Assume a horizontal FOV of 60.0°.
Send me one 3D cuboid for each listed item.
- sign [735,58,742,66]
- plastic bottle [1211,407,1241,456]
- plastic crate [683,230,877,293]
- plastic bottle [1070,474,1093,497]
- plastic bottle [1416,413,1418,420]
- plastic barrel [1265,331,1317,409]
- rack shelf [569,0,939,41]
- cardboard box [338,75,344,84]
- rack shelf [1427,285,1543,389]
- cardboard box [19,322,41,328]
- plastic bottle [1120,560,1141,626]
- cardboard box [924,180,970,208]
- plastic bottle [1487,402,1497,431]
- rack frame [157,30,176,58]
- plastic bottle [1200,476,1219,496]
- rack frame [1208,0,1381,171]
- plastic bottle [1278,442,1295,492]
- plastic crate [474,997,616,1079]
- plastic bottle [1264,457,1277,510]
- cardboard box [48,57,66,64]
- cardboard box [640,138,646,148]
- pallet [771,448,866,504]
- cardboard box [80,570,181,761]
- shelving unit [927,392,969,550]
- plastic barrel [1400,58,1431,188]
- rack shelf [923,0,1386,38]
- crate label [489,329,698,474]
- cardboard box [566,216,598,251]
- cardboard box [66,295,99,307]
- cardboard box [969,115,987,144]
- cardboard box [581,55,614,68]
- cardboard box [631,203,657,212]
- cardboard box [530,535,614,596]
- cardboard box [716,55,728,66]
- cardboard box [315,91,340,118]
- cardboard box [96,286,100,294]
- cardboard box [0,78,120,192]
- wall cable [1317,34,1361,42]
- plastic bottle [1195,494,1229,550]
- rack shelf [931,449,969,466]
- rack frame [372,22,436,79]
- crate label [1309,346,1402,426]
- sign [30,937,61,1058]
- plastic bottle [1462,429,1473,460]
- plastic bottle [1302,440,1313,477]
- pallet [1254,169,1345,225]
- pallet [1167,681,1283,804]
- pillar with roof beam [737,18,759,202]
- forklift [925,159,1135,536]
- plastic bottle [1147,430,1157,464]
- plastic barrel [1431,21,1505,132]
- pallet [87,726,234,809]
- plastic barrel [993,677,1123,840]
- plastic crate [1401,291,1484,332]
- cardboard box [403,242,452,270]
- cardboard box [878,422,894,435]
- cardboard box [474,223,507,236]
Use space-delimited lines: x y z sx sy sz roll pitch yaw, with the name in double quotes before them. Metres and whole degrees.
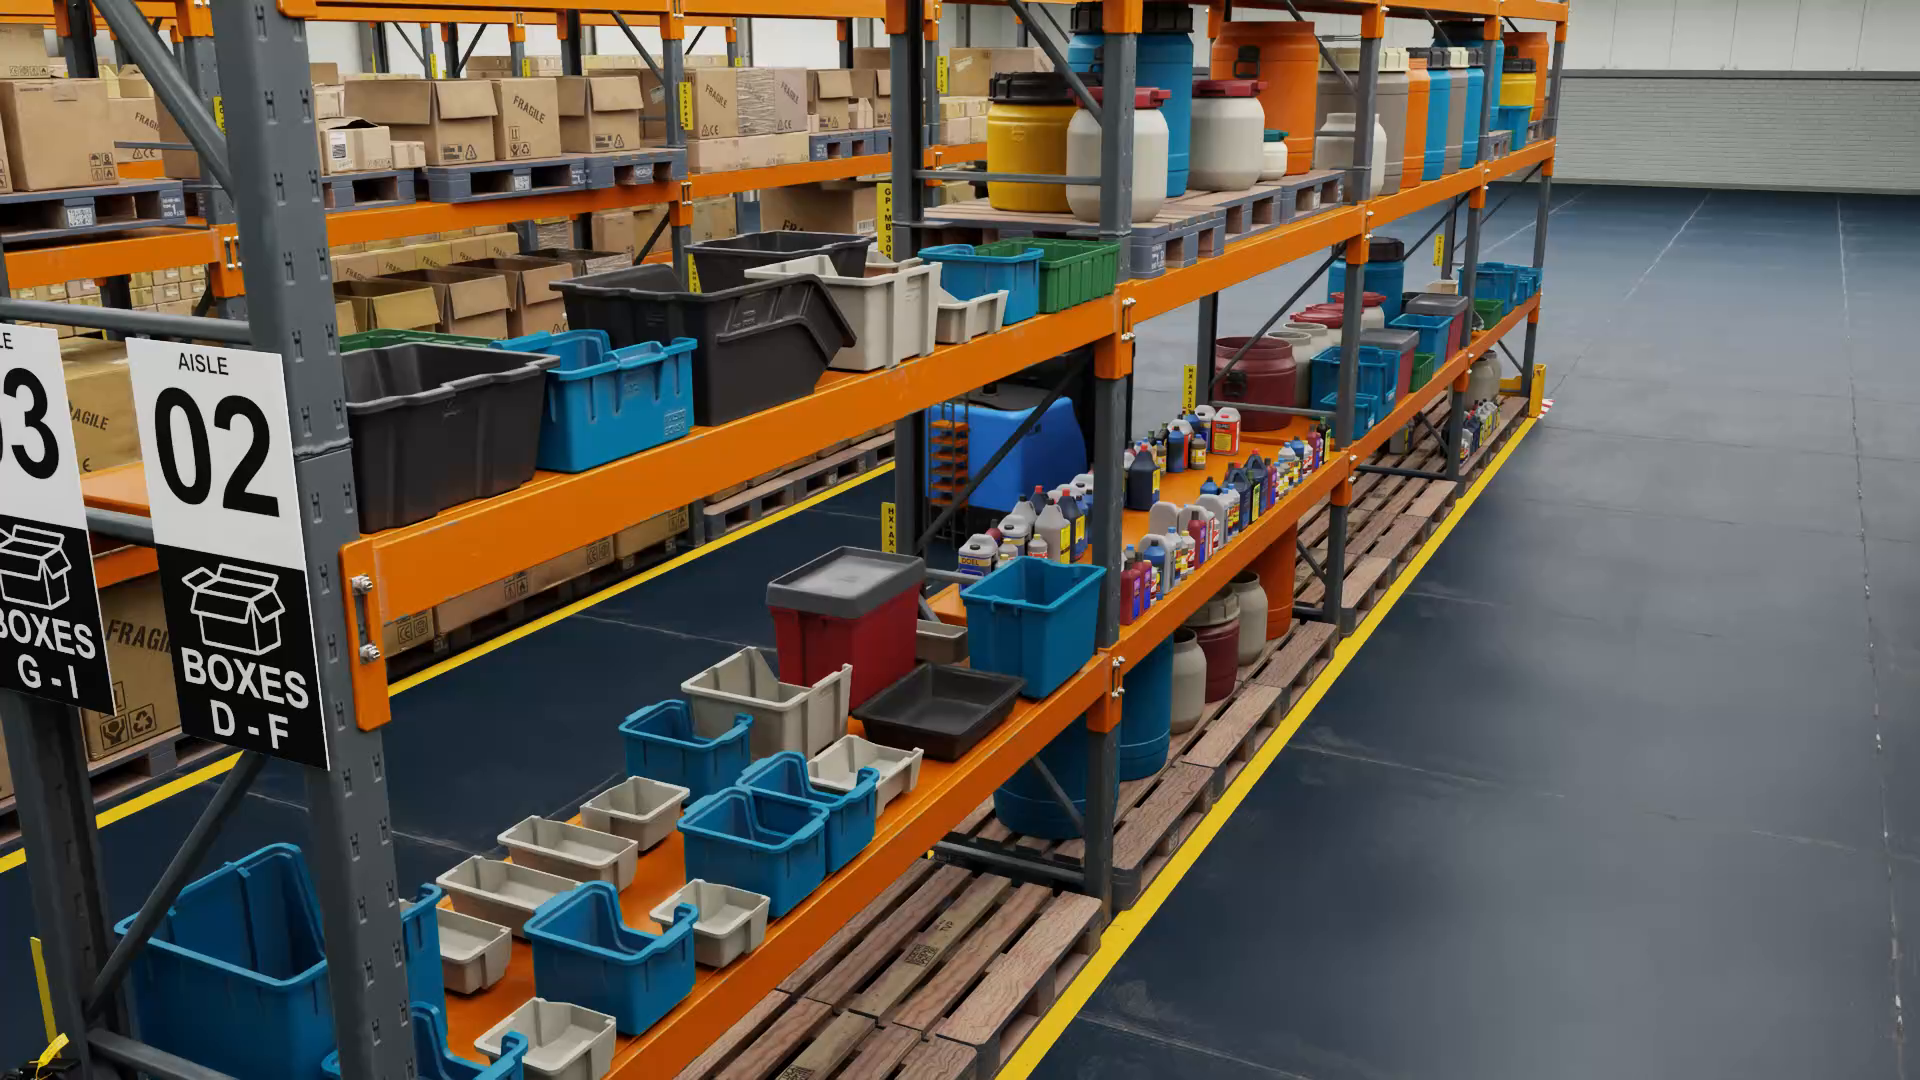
"sign" -2.788 -5.895 20.918 0.100 0.325 0.005 8 18 25
"plastic bottle" 1.635 -0.670 10.231 0.152 0.276 0.135 8 18 25
"plastic crate" -0.606 -0.893 5.724 0.497 0.269 0.590 8 18 25
"plastic bottle" 0.633 -0.196 8.634 0.152 0.276 0.135 8 18 25
"plastic bottle" 4.421 -1.277 16.197 0.097 0.201 0.097 0 17 0
"plastic barrel" 2.250 -1.161 11.468 0.421 0.512 0.421 0 17 0
"rack shelf" -1.556 -4.297 13.653 1.077 0.370 4.000 8 18 25
"cardboard box" -8.290 -6.012 21.770 0.380 0.149 0.250 8 18 24
"rack shelf" 4.663 -2.002 15.759 1.077 0.370 4.000 8 18 25
"cardboard box" -7.347 -1.606 12.867 0.380 0.149 0.250 7 18 23
"plastic bottle" 0.740 0.218 7.229 0.061 0.283 0.133 8 18 25
"cardboard box" -0.234 -3.219 16.141 0.500 0.500 0.500 8 18 25
"plastic bottle" 4.991 -1.177 15.729 0.152 0.276 0.135 8 18 26
"rack frame" -12.183 -8.253 25.007 1.000 3.000 0.127 8 18 25
"plastic bottle" 1.294 -0.196 8.642 0.097 0.271 0.097 0 17 0
"rack frame" 1.982 -3.694 9.656 1.000 3.000 0.127 8 18 25
"plastic bottle" 1.837 -0.414 9.376 0.097 0.271 0.097 0 17 0
"plastic crate" -0.971 1.225 3.989 0.250 0.136 0.298 8 18 25
"plastic bottle" 1.672 -0.314 9.017 0.061 0.283 0.133 8 18 25
"cardboard box" -13.005 -6.578 23.540 0.797 0.503 0.637 9 19 27
"cardboard box" -2.456 -2.967 12.739 0.500 0.250 0.500 8 18 25
"pallet" -1.553 -0.620 14.741 1.003 0.211 1.213 8 18 25
"cardboard box" -4.603 0.546 8.913 0.875 0.875 0.875 8 18 25
"shelving unit" -0.091 -0.539 12.731 0.258 1.200 0.189 11 20 32
"plastic barrel" 2.835 -2.810 11.195 0.600 0.830 0.708 8 18 25
"rack shelf" 1.088 -2.648 8.101 1.077 0.370 4.000 8 18 25
"crate label" -0.892 -0.341 3.897 0.408 0.251 0.502 8 18 25
"cardboard box" -4.675 -3.434 19.055 0.875 0.550 0.550 8 18 25
"cardboard box" -7.114 -1.882 13.275 0.380 0.149 0.250 8 18 25
"cardboard box" 0.000 -4.051 16.389 0.500 0.250 0.500 8 18 25
"cardboard box" -4.134 -5.382 18.737 0.380 0.149 0.250 8 18 26
"cardboard box" -4.123 -4.214 19.784 0.875 0.550 0.500 8 18 25
"cardboard box" -3.182 -0.232 11.531 1.225 0.875 0.875 8 18 26
"cardboard box" -3.114 -5.963 20.691 0.380 0.149 0.250 8 18 26
"cardboard box" -6.097 -4.004 15.320 0.500 0.250 0.500 9 19 27
"cardboard box" -6.998 -2.089 13.448 0.380 0.149 0.250 9 19 27
"cardboard box" -4.533 -1.958 7.990 0.700 0.500 0.500 7 18 22
"wall cable" 11.090 -16.833 47.919 2.305 6.003 0.169 8 18 25
"plastic bottle" 1.259 -0.104 8.325 0.152 0.276 0.135 8 18 25
"rack shelf" -0.091 -0.611 12.709 0.258 0.103 0.180 11 20 32
"rack frame" -7.740 -7.623 22.884 1.000 3.000 0.127 8 18 25
"crate label" 2.667 -1.054 11.242 0.502 0.435 0.616 8 18 25
"sign" -2.093 1.076 3.848 0.100 0.325 0.005 8 18 25
"plastic bottle" 4.423 -0.853 14.641 0.152 0.276 0.135 9 19 27
"plastic bottle" 2.011 -0.480 9.720 0.097 0.201 0.097 0 17 0
"pallet" 1.552 -1.983 9.496 1.003 0.211 1.213 8 18 25
"pallet" 1.120 1.034 9.171 1.003 0.211 1.213 8 18 25
"pillar with roof beam" -1.406 -12.228 38.388 9.100 9.000 0.400 8 18 25
"forklift" 0.851 -1.742 13.740 1.130 2.935 3.031 11 20 32
"plastic bottle" 1.088 -0.488 9.605 0.061 0.283 0.133 8 18 25
"plastic barrel" 4.309 -3.956 14.190 0.600 0.901 0.708 8 18 25
"pallet" -4.647 1.091 8.980 1.003 0.211 1.213 8 18 25
"plastic barrel" 0.453 0.869 7.779 0.600 0.901 0.708 8 18 25
"plastic crate" 4.117 -1.924 14.344 0.767 0.338 0.504 8 18 25
"cardboard box" -5.500 -2.747 16.831 0.500 0.500 0.500 8 18 26
"cardboard box" -0.956 -1.326 15.838 0.700 0.500 0.500 7 18 21
"cardboard box" -5.271 -3.524 17.689 0.700 0.500 0.500 8 18 24
